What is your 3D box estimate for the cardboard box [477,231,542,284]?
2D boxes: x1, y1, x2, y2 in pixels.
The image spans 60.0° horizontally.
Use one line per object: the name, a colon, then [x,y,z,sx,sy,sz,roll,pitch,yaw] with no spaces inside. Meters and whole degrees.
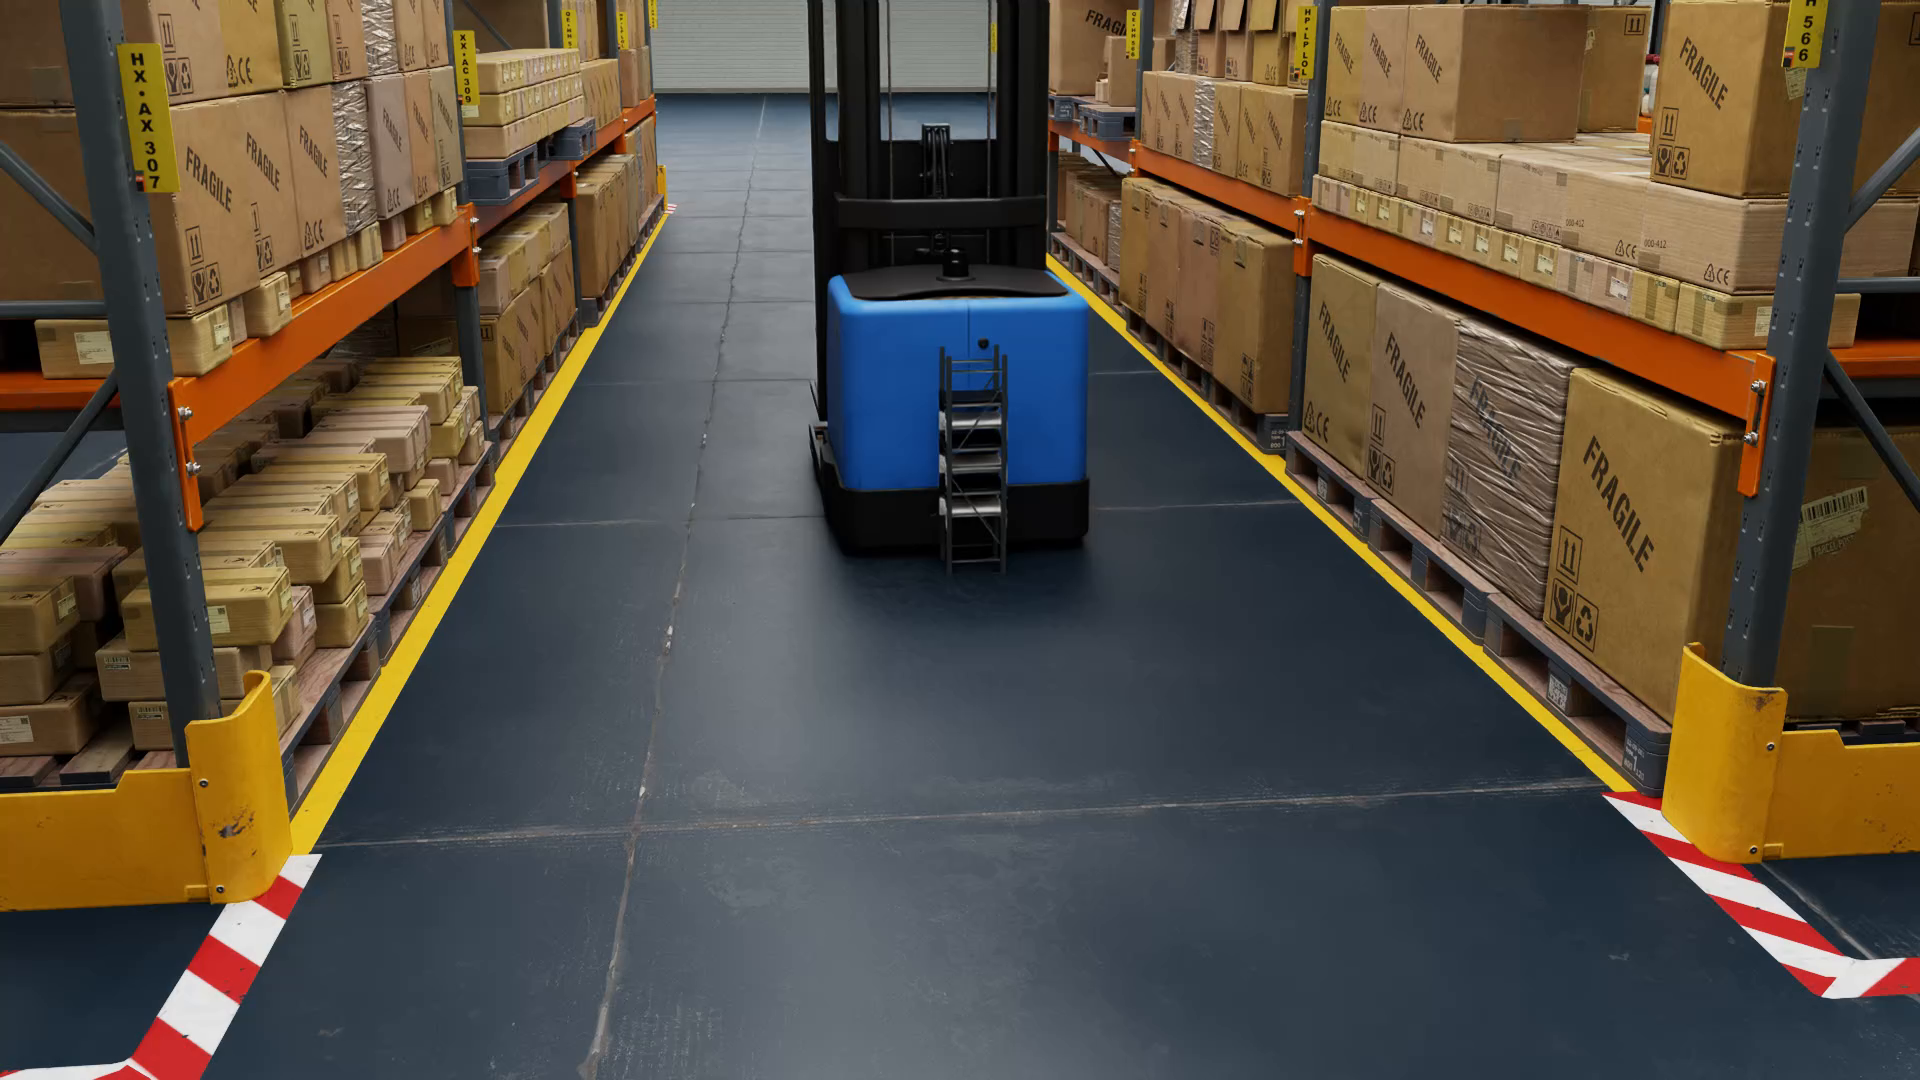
cardboard box: [-2.703,-1.616,9.535,0.500,0.250,0.500,-1,17,-4]

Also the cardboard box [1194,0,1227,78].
cardboard box: [1.871,-3.140,10.328,0.797,0.503,0.637,-1,17,-4]

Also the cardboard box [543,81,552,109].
cardboard box: [-2.530,-2.531,9.453,0.380,0.149,0.250,-2,18,-7]

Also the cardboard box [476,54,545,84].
cardboard box: [-2.501,-2.592,9.151,0.380,0.149,0.250,-1,17,-4]

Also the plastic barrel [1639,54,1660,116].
plastic barrel: [6.142,-4.144,15.141,0.433,0.535,0.433,0,17,0]

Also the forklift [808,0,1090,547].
forklift: [-0.174,-1.768,7.916,1.130,2.935,3.031,-2,18,-8]

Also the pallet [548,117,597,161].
pallet: [-3.017,-2.602,10.778,1.213,0.211,1.003,-2,18,-6]

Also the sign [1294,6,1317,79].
sign: [1.621,-2.329,7.787,0.100,0.325,0.005,-2,18,-6]

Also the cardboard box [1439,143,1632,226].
cardboard box: [2.096,-1.307,6.086,0.500,0.250,0.500,-2,18,-6]

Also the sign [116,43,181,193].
sign: [-1.832,-0.949,3.747,0.100,0.325,0.005,-2,18,-6]

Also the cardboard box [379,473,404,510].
cardboard box: [-2.368,-0.216,6.419,0.380,0.149,0.250,-3,18,-8]

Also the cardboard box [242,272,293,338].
cardboard box: [-2.121,-0.662,4.699,0.380,0.149,0.250,-2,18,-7]

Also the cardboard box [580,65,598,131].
cardboard box: [-3.081,-3.394,12.814,0.500,0.500,0.500,-2,18,-6]

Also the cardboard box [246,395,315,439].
cardboard box: [-2.860,-0.491,6.800,0.380,0.149,0.250,-2,18,-7]

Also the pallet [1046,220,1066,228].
pallet: [1.231,-3.086,16.655,1.003,0.211,1.213,-2,18,-6]

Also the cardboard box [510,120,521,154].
cardboard box: [-2.401,-2.006,8.276,0.380,0.149,0.250,-2,17,-5]

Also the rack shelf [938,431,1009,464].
rack shelf: [0.052,-0.372,6.670,0.258,0.077,0.200,-2,18,-8]

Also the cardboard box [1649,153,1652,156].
cardboard box: [2.683,-1.169,5.646,0.500,0.250,0.500,-2,18,-7]

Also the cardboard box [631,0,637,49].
cardboard box: [-3.767,-5.275,16.919,0.875,0.550,0.500,-2,18,-6]

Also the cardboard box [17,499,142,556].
cardboard box: [-2.763,-0.022,5.305,0.380,0.149,0.250,-2,18,-8]

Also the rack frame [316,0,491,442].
rack frame: [-2.784,-1.711,7.619,1.000,3.000,0.127,-2,18,-6]

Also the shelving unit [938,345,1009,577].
shelving unit: [0.052,-0.318,6.687,0.258,0.900,0.210,-2,18,-8]

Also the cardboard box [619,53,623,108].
cardboard box: [-3.738,-4.439,16.058,0.875,0.550,0.550,-2,18,-6]

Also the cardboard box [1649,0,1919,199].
cardboard box: [2.261,-1.208,4.518,0.500,0.500,0.500,-2,17,-5]

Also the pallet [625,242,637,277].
pallet: [-3.454,-2.537,14.904,1.003,0.211,1.213,-2,18,-6]

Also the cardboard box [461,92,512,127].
cardboard box: [-2.367,-2.065,7.969,0.380,0.149,0.250,-1,17,-5]

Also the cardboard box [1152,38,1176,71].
cardboard box: [1.652,-3.434,12.238,0.500,0.500,0.500,-4,18,-12]

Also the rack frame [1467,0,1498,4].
rack frame: [5.849,-5.562,19.887,1.000,3.000,0.127,-2,18,-6]

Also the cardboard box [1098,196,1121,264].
cardboard box: [1.523,-2.576,13.813,0.700,0.500,0.500,0,17,-1]

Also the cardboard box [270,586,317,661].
cardboard box: [-2.142,0.251,4.931,0.380,0.149,0.250,-2,18,-6]

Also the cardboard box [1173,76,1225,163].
cardboard box: [1.639,-2.614,10.330,0.500,0.500,0.500,-2,18,-7]

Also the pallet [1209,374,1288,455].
pallet: [2.006,-0.731,9.154,1.003,0.211,1.213,-2,18,-6]

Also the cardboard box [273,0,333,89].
cardboard box: [-2.243,-1.634,5.040,0.500,0.500,0.500,-2,18,-7]

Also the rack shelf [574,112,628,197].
rack shelf: [-3.403,-3.155,13.421,1.077,0.370,4.000,-2,18,-6]

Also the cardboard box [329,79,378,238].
cardboard box: [-2.320,-1.308,5.672,0.500,0.500,0.500,-2,18,-7]

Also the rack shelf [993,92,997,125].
rack shelf: [1.129,-4.470,17.609,1.077,0.370,4.000,-2,18,-6]

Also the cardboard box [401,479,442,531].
cardboard box: [-2.298,-0.137,6.663,0.380,0.149,0.250,-2,18,-6]

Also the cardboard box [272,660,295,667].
cardboard box: [-2.215,0.399,4.957,0.380,0.149,0.250,-2,18,-6]

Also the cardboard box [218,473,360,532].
cardboard box: [-2.261,-0.122,5.622,0.380,0.149,0.250,-1,17,-3]

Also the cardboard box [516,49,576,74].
cardboard box: [-2.666,-3.060,10.643,0.380,0.149,0.250,-2,18,-6]

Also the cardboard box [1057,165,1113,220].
cardboard box: [1.267,-3.516,16.841,0.500,0.500,0.500,4,18,12]

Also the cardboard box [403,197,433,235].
cardboard box: [-2.418,-1.358,6.916,0.380,0.149,0.250,-1,17,-3]

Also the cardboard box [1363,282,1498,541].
cardboard box: [2.241,-0.554,6.779,0.875,0.875,0.875,-2,18,-6]

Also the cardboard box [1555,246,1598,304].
cardboard box: [2.130,-0.845,5.282,0.380,0.149,0.250,-1,17,-5]

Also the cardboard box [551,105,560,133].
cardboard box: [-2.561,-2.468,9.750,0.380,0.149,0.250,-1,17,-4]

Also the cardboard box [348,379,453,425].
cardboard box: [-2.390,-0.588,7.108,0.380,0.149,0.250,-2,18,-6]

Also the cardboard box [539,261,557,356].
cardboard box: [-2.748,-1.411,10.135,0.500,0.500,0.500,-3,18,-8]

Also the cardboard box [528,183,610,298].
cardboard box: [-3.170,-2.214,12.276,1.050,0.750,0.750,-2,18,-6]

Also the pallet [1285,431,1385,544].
pallet: [2.161,-0.275,7.700,1.003,0.211,1.213,-2,18,-6]

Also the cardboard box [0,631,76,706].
cardboard box: [-2.710,0.350,4.616,0.380,0.149,0.250,-2,18,-7]

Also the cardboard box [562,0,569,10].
cardboard box: [-3.341,-3.865,12.644,0.700,0.500,0.500,-2,18,-6]

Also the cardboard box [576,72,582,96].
cardboard box: [-2.693,-2.992,10.922,0.380,0.149,0.250,-1,17,-5]

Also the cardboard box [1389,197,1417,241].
cardboard box: [1.970,-1.305,6.744,0.380,0.149,0.250,-2,18,-6]
